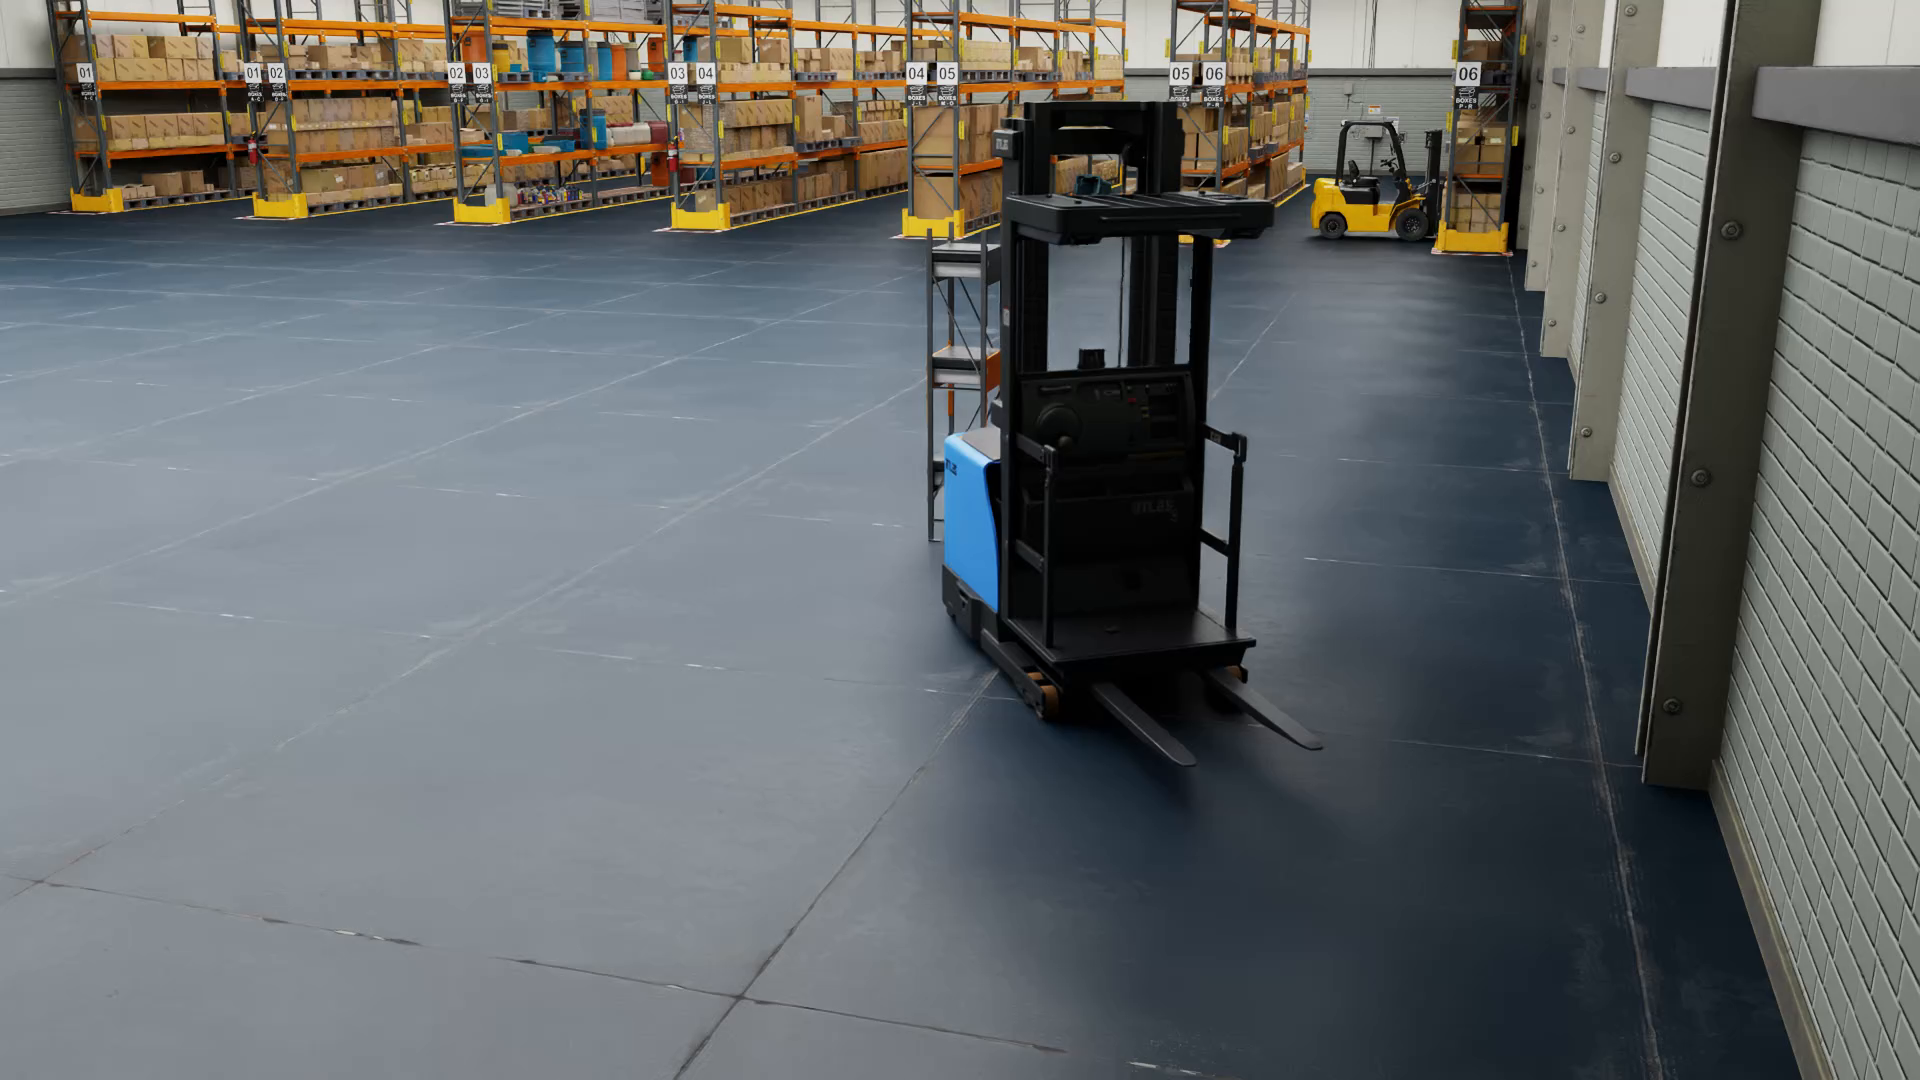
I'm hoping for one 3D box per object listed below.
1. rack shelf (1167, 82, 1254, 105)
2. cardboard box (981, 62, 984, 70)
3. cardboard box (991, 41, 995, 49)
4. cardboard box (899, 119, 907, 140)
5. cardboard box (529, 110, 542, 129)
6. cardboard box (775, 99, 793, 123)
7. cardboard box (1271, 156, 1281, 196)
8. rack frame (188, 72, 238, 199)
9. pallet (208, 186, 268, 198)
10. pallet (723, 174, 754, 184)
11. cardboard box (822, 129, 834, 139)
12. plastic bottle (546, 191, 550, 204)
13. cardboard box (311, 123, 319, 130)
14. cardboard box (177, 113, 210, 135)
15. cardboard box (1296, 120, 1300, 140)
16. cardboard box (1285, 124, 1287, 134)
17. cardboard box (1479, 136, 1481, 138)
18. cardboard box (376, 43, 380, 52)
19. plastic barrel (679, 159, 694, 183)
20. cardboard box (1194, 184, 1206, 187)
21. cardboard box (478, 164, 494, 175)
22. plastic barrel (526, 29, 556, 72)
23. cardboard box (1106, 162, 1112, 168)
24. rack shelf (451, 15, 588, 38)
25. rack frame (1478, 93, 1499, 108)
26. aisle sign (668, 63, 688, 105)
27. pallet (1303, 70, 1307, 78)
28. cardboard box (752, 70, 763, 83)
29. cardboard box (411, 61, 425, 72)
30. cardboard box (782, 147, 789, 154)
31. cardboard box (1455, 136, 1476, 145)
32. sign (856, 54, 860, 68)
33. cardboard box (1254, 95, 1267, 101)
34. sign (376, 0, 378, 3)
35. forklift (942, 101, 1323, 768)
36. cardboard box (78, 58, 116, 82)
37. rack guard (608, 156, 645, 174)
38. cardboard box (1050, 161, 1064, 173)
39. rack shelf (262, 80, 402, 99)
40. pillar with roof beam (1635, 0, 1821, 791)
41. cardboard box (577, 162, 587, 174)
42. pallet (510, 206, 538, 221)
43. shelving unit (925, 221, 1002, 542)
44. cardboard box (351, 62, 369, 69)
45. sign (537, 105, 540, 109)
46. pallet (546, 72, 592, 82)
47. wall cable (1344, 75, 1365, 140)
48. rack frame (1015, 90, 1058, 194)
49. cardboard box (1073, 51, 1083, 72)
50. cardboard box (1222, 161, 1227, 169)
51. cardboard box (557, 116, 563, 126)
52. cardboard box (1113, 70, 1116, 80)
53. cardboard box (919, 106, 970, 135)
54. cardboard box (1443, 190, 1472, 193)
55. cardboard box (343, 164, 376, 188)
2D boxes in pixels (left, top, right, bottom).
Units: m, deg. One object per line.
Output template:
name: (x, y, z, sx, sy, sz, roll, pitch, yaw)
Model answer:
rack shelf: (4.839, -8.559, 31.830, 1.077, 0.370, 4.000, 5, 16, 16)
cardboard box: (0.259, -9.264, 32.503, 0.380, 0.149, 0.250, 5, 16, 15)
cardboard box: (0.475, -9.848, 33.103, 0.380, 0.149, 0.250, 4, 16, 15)
cardboard box: (-1.692, -10.752, 43.555, 0.500, 0.500, 0.500, 5, 16, 16)
cardboard box: (-11.761, -11.399, 45.069, 0.700, 0.500, 0.500, 1, 16, 2)
cardboard box: (-3.958, -9.287, 36.015, 0.500, 0.500, 0.500, 5, 16, 16)
cardboard box: (7.077, -8.619, 39.344, 0.875, 0.875, 0.875, 5, 17, 17)
rack frame: (-18.342, -9.906, 40.758, 1.000, 3.000, 0.127, 5, 16, 16)
pallet: (-18.122, -8.769, 41.857, 1.003, 0.211, 1.213, 5, 16, 16)
pallet: (-6.398, -10.085, 46.498, 1.003, 0.211, 1.213, 5, 16, 16)
cardboard box: (-3.173, -9.481, 38.734, 0.396, 0.266, 0.258, 4, 16, 14)
plastic bottle: (-9.068, -7.531, 36.576, 0.097, 0.271, 0.097, 0, 16, 0)
cardboard box: (-14.265, -9.057, 36.393, 0.380, 0.149, 0.250, 5, 16, 16)
cardboard box: (-18.316, -9.926, 39.691, 0.500, 0.500, 0.500, 5, 16, 16)
cardboard box: (8.506, -10.625, 43.108, 0.500, 0.500, 0.500, 5, 17, 18)
cardboard box: (7.653, -9.981, 40.381, 0.500, 0.250, 0.500, 5, 17, 17)
cardboard box: (10.557, -7.883, 32.983, 0.500, 0.250, 0.500, 4, 16, 15)
cardboard box: (-16.444, -13.843, 46.776, 0.500, 0.250, 0.500, 6, 17, 20)
plastic barrel: (-7.263, -9.651, 43.509, 0.600, 0.588, 0.708, 5, 16, 16)
cardboard box: (4.393, -6.546, 31.805, 0.500, 0.500, 0.500, 5, 17, 18)
cardboard box: (-12.367, -9.563, 42.788, 0.500, 0.311, 0.500, 5, 17, 17)
plastic barrel: (-9.229, -10.772, 36.626, 0.600, 0.901, 0.708, 5, 16, 16)
cardboard box: (3.899, -10.165, 45.034, 0.380, 0.149, 0.250, 5, 17, 18)
rack shelf: (-9.412, -10.963, 35.539, 1.077, 0.370, 4.000, 5, 16, 16)
rack frame: (13.577, -10.741, 43.701, 1.000, 3.000, 0.127, 5, 16, 16)
aisle sign: (-5.536, -8.965, 32.676, 0.394, 0.787, 0.004, 5, 16, 16)
pallet: (8.616, -12.331, 43.970, 1.003, 0.211, 1.213, 5, 16, 16)
cardboard box: (-4.418, -9.586, 34.406, 0.500, 0.250, 0.500, 5, 17, 18)
cardboard box: (-13.254, -11.401, 40.034, 0.500, 0.250, 0.500, 3, 16, 10)
cardboard box: (-3.954, -8.489, 36.223, 0.380, 0.149, 0.250, 5, 16, 16)
cardboard box: (8.860, -7.028, 29.237, 0.380, 0.149, 0.250, 5, 17, 17)
sign: (-2.438, -11.450, 39.755, 0.100, 0.325, 0.005, 5, 16, 16)
cardboard box: (7.463, -11.025, 41.498, 0.380, 0.149, 0.250, 4, 16, 15)
sign: (-16.593, -15.461, 47.344, 0.100, 0.325, 0.005, 5, 16, 16)
forklift: (0.822, -0.650, 8.248, 1.130, 2.935, 3.031, -5, 17, -17)
cardboard box: (-19.144, -10.429, 36.883, 0.500, 0.500, 0.500, 5, 17, 17)
rack guard: (-10.203, -11.440, 50.747, 1.175, 0.500, 0.348, 5, 16, 16)
cardboard box: (2.197, -8.911, 39.687, 0.500, 0.250, 0.500, 4, 16, 13)
rack shelf: (-14.160, -10.097, 37.252, 1.077, 0.370, 4.000, 5, 16, 16)
pillar with roof beam: (-0.856, -3.608, 7.560, 9.100, 9.000, 0.400, 5, 16, 16)
cardboard box: (-10.991, -10.627, 47.421, 0.500, 0.311, 0.500, 5, 16, 16)
pallet: (-9.767, -6.986, 35.572, 1.003, 0.211, 1.213, 5, 16, 16)
shelving unit: (0.047, -1.053, 11.196, 0.431, 2.100, 0.503, 5, 16, 16)
cardboard box: (-13.672, -10.778, 37.769, 0.380, 0.149, 0.250, 5, 16, 16)
sign: (-11.840, -12.073, 46.810, 0.100, 0.325, 0.005, 5, 16, 16)
pallet: (-8.955, -10.294, 36.974, 1.213, 0.211, 1.003, 5, 16, 16)
wall cable: (11.760, -12.984, 49.747, 0.588, 1.984, 0.122, 5, 16, 16)
rack frame: (1.769, -9.389, 38.936, 1.000, 3.000, 0.127, 5, 16, 16)
cardboard box: (2.693, -12.039, 41.826, 0.700, 0.500, 0.500, 5, 16, 16)
cardboard box: (4.777, -7.021, 31.047, 0.380, 0.149, 0.250, 4, 16, 14)
cardboard box: (-11.422, -11.815, 47.304, 0.500, 0.500, 0.500, 5, 17, 17)
cardboard box: (3.875, -12.451, 44.508, 0.500, 0.250, 0.500, 5, 17, 18)
cardboard box: (-0.294, -8.133, 32.253, 0.875, 0.550, 0.550, 5, 16, 16)
cardboard box: (9.002, -6.194, 30.107, 0.500, 0.250, 0.500, 5, 17, 17)
cardboard box: (-13.805, -8.364, 38.215, 0.500, 0.500, 0.500, 5, 16, 16)
